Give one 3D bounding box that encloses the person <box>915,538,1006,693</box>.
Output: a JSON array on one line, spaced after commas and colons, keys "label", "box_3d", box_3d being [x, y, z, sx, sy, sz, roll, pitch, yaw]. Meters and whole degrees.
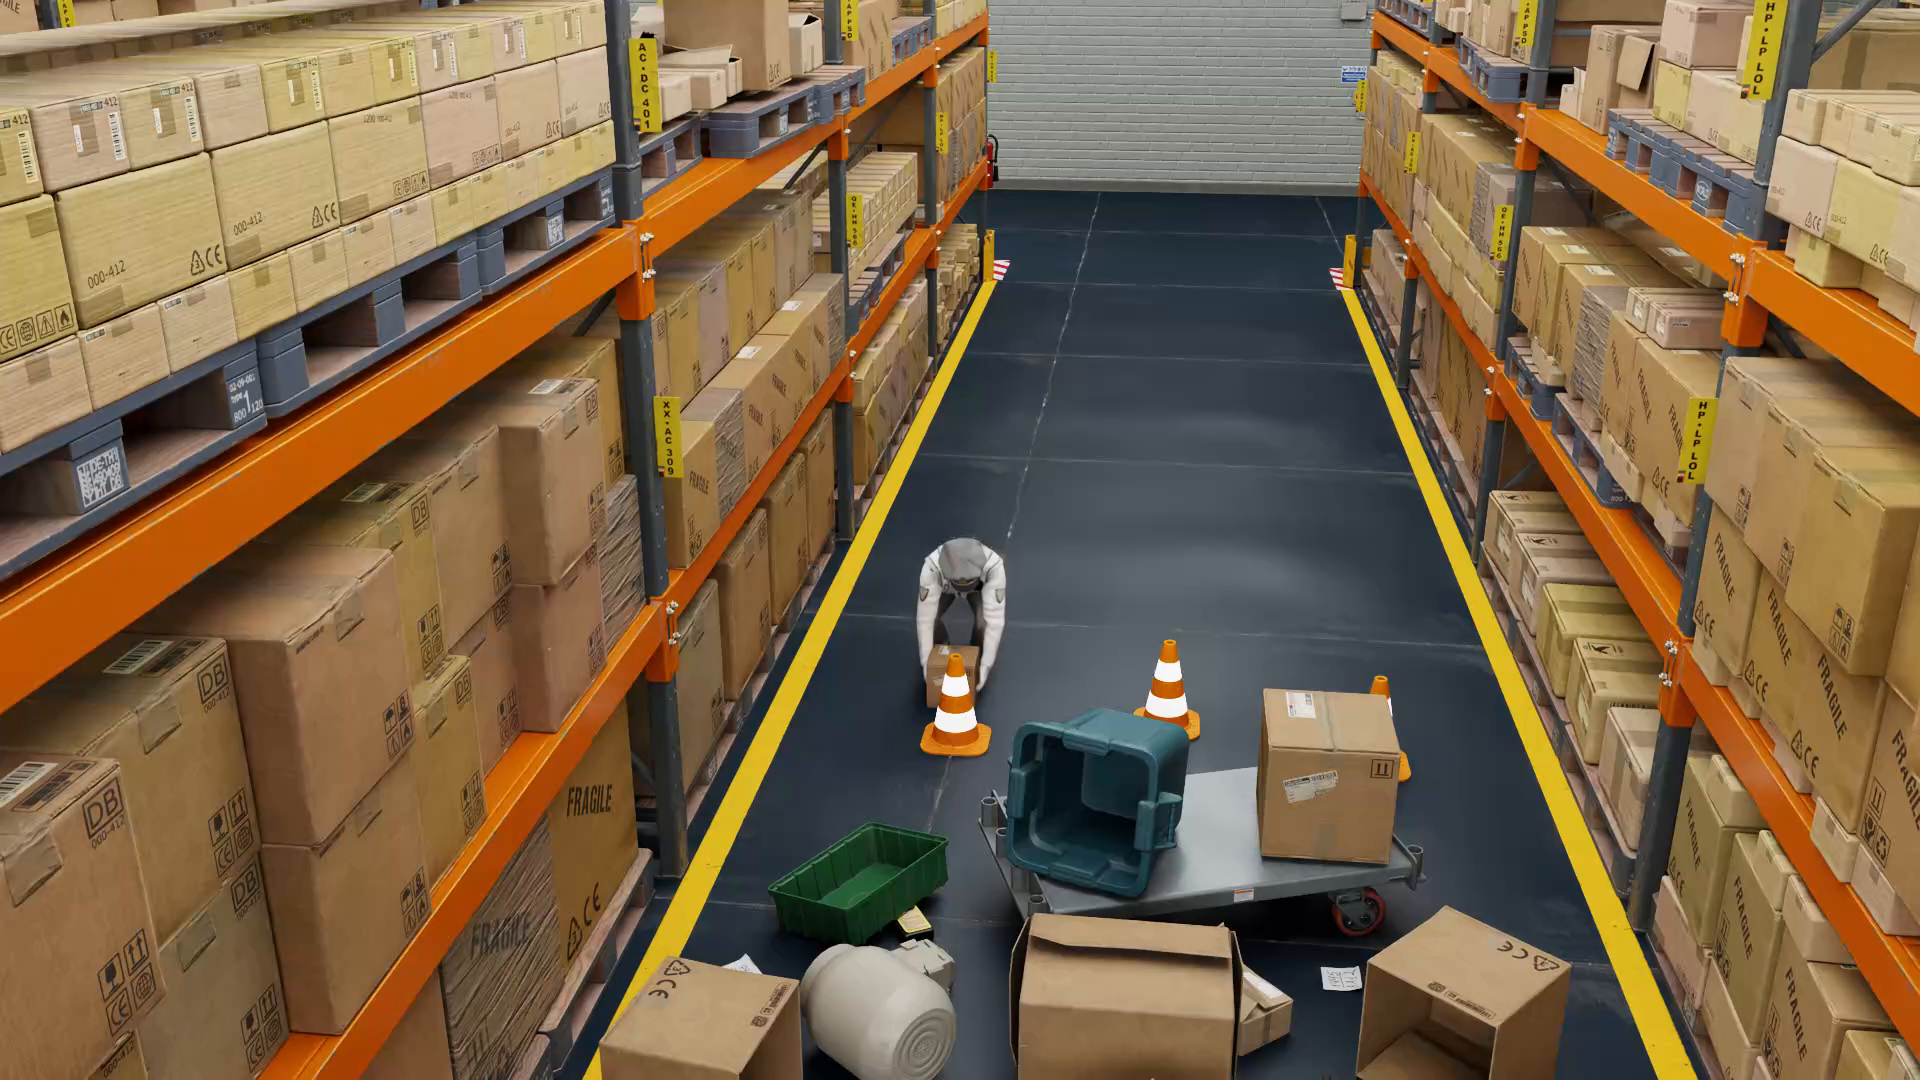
[{"label": "person", "box_3d": [0.011, 0.316, 8.853, 0.483, 0.890, 0.853, 2, 21, 6]}]
